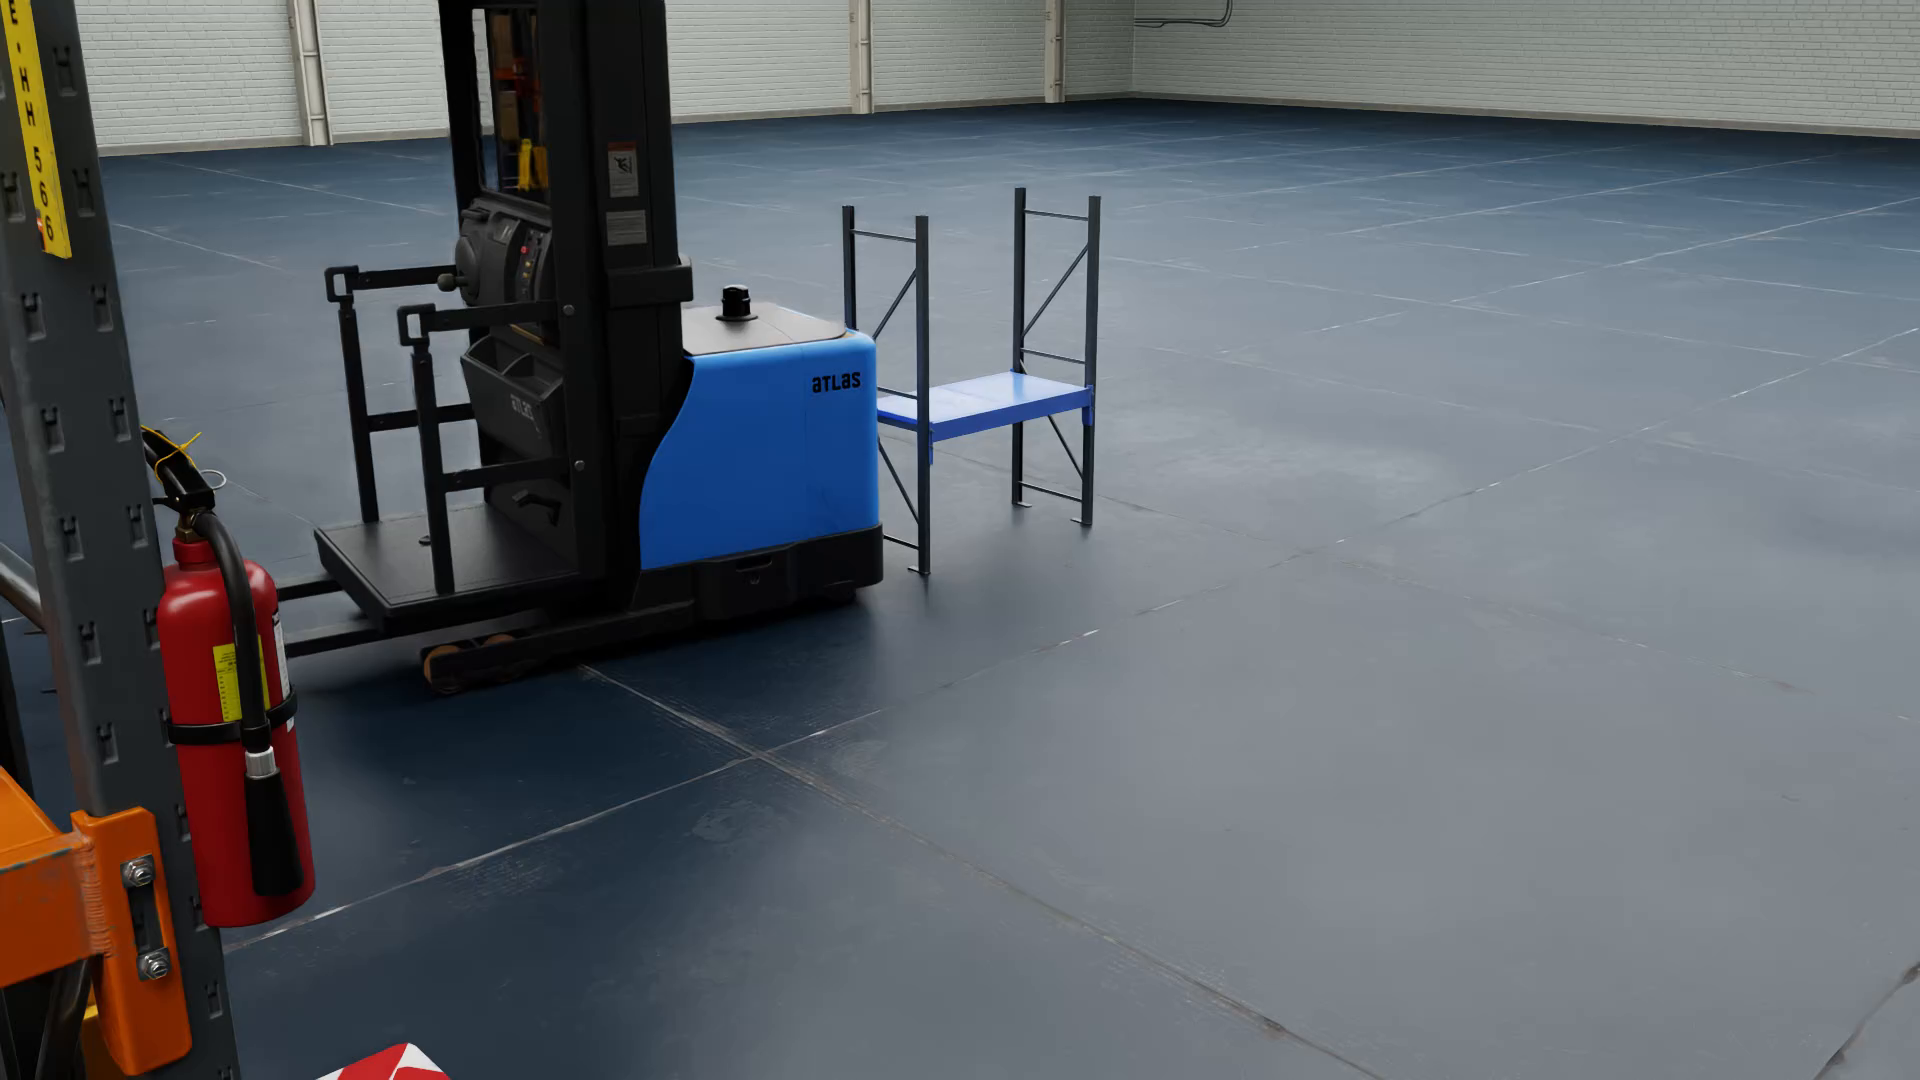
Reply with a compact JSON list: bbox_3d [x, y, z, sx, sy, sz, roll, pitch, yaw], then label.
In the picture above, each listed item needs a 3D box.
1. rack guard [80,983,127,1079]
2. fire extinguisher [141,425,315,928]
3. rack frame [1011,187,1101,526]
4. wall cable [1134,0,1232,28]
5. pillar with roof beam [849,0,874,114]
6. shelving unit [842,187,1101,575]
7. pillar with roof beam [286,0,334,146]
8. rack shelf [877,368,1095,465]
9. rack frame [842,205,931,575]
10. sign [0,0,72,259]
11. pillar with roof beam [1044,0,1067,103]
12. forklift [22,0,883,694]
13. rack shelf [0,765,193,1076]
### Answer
[{"bbox_3d":[-1.370,1.245,2.835,0.348,0.500,1.175,-16,24,-41],"label":"rack guard"},{"bbox_3d":[-0.982,0.177,2.202,0.183,0.674,0.296,-16,24,-41],"label":"fire extinguisher"},{"bbox_3d":[0.431,-0.839,7.641,0.032,1.500,0.500,-16,24,-41],"label":"rack frame"},{"bbox_3d":[5.310,-13.608,39.901,0.112,2.526,3.097,-16,24,-41],"label":"wall cable"},{"bbox_3d":[0.859,-12.521,31.514,0.400,9.000,9.100,-16,24,-41],"label":"pillar with roof beam"},{"bbox_3d":[0.062,-0.732,7.309,1.048,1.500,0.538,-16,24,-41],"label":"shelving unit"},{"bbox_3d":[-7.860,-9.979,23.671,0.400,9.000,9.100,-16,24,-41],"label":"pillar with roof beam"},{"bbox_3d":[0.062,-0.560,7.365,1.000,0.185,0.538,-16,24,-41],"label":"rack shelf"},{"bbox_3d":[-0.307,-0.624,6.977,0.032,1.500,0.500,-16,24,-41],"label":"rack frame"},{"bbox_3d":[-1.025,-0.478,1.835,0.005,0.325,0.100,-16,24,-41],"label":"sign"},{"bbox_3d":[5.219,-13.793,35.435,0.400,9.000,9.100,-16,24,-41],"label":"pillar with roof beam"},{"bbox_3d":[-1.828,-1.042,5.945,3.031,2.935,1.130,-11,21,-31],"label":"forklift"},{"bbox_3d":[-2.840,0.827,1.238,4.000,0.370,1.077,-16,24,-41],"label":"rack shelf"}]
